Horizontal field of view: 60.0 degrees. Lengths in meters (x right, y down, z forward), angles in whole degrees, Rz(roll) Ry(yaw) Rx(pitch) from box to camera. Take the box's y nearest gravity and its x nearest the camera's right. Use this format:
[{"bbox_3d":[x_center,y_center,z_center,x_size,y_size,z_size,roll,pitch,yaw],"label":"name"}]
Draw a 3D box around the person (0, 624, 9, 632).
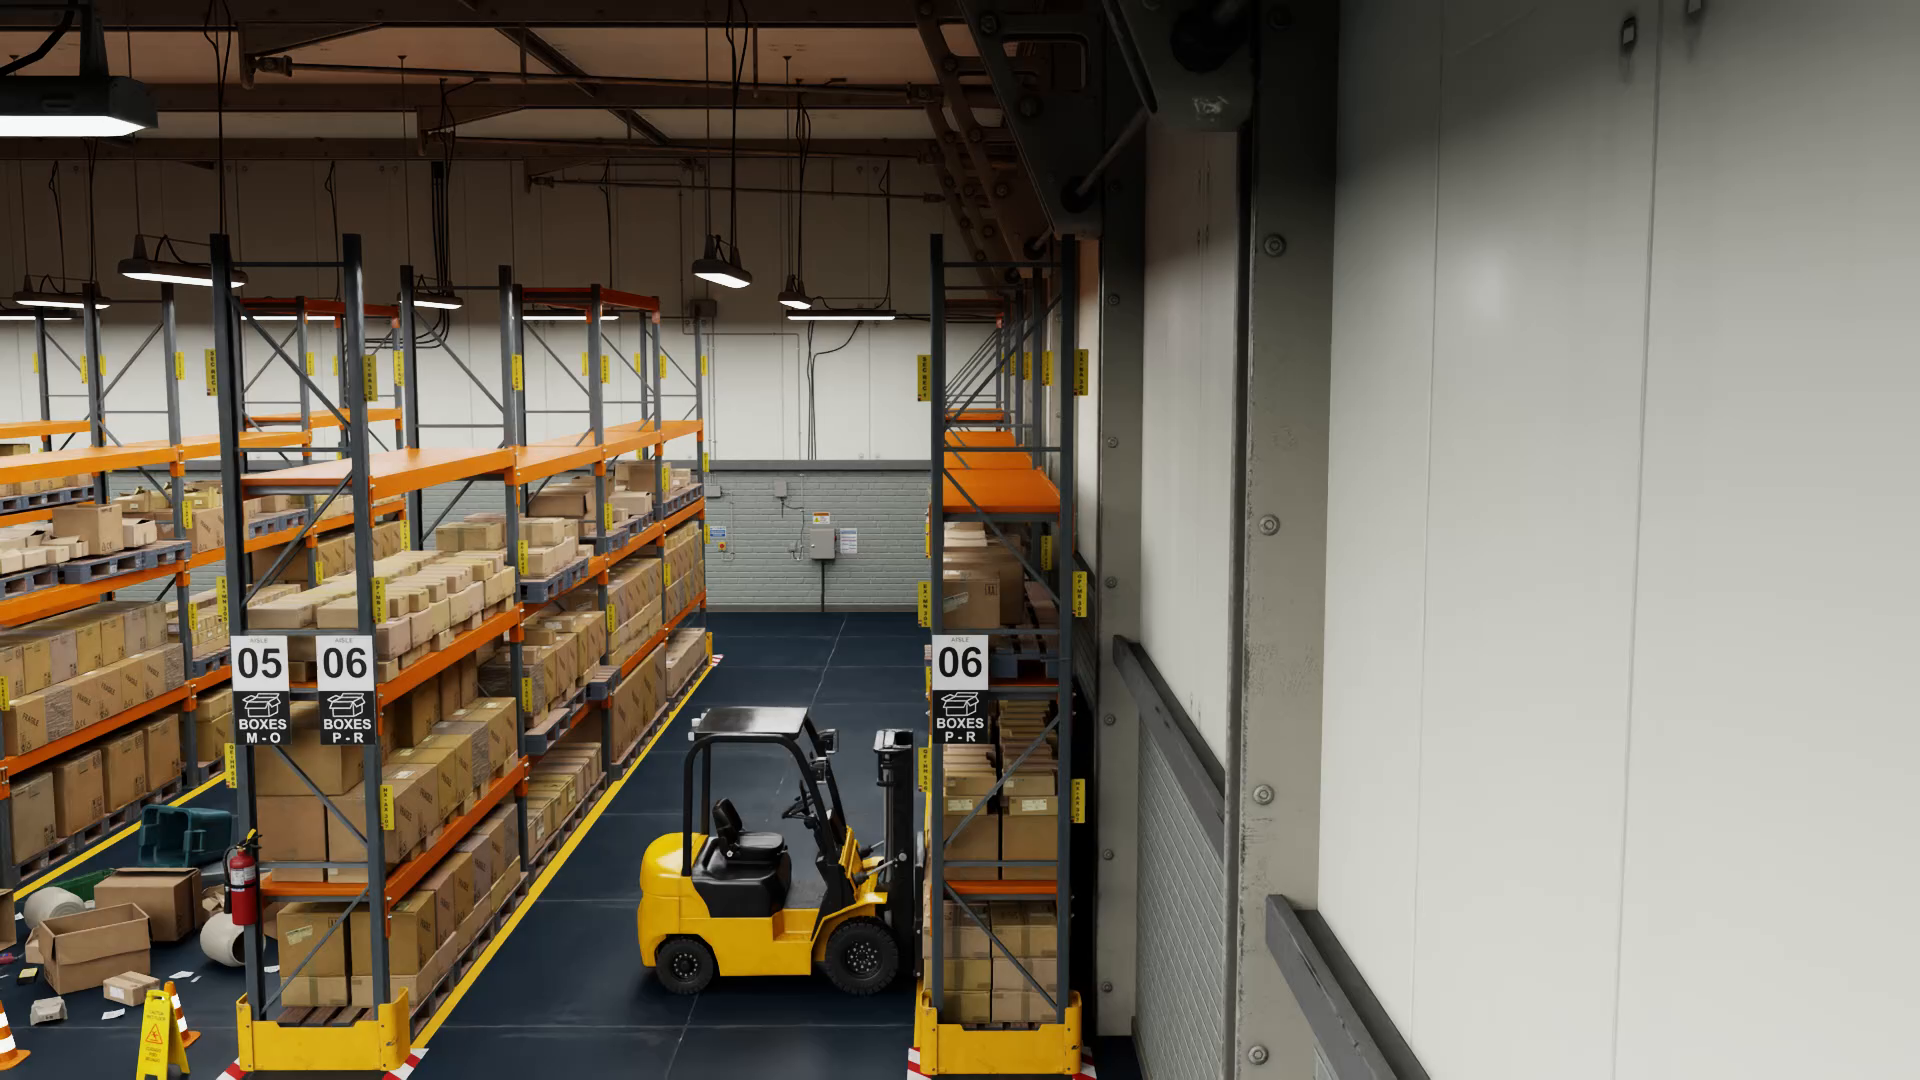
[{"bbox_3d":[-12.969,1.933,22.264,0.479,1.576,0.609,0,6,2],"label":"person"}]
